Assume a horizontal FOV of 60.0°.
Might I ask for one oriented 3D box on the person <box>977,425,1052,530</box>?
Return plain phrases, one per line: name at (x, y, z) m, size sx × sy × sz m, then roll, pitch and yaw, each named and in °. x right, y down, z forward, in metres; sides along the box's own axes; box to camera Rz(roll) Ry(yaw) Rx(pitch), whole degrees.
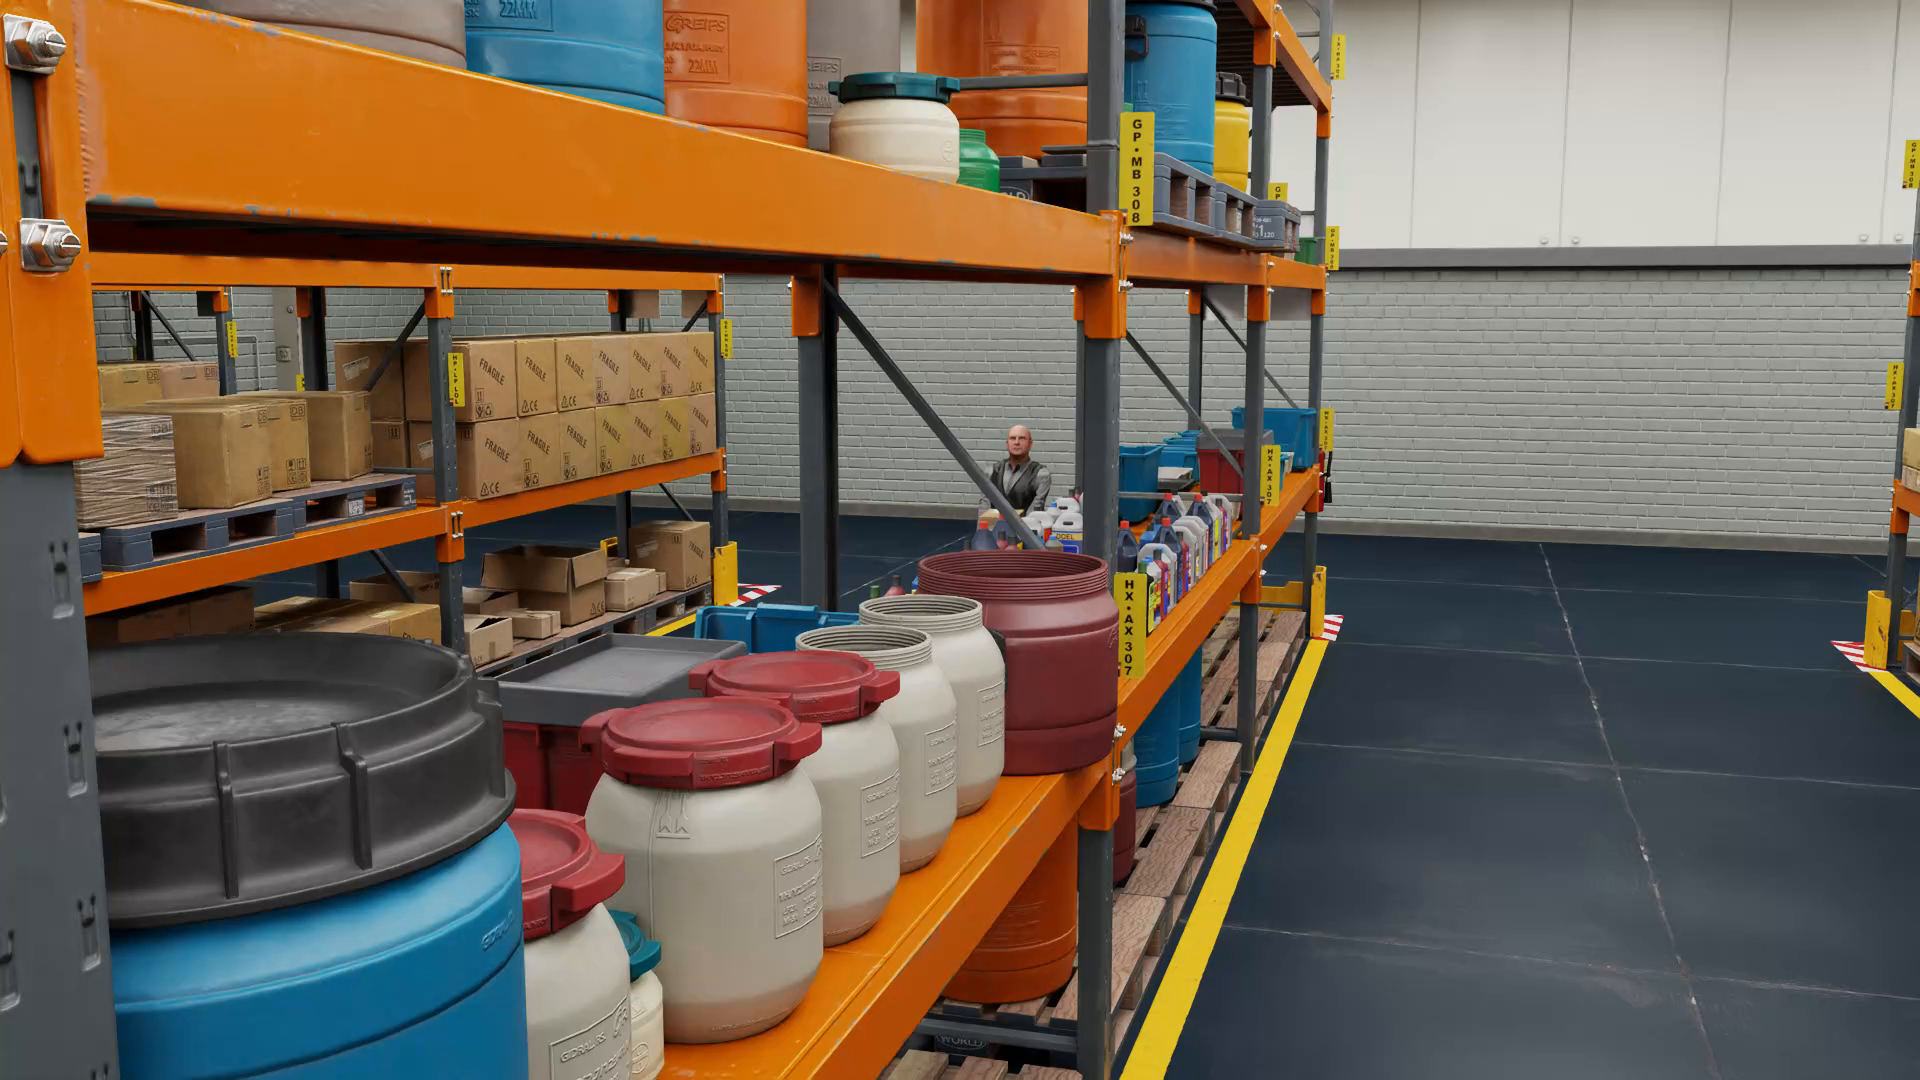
person at (0.356, 0.081, 11.390) m, size 0.494 × 1.711 × 0.551 m, roll 2°, pitch 9°, yaw 16°
